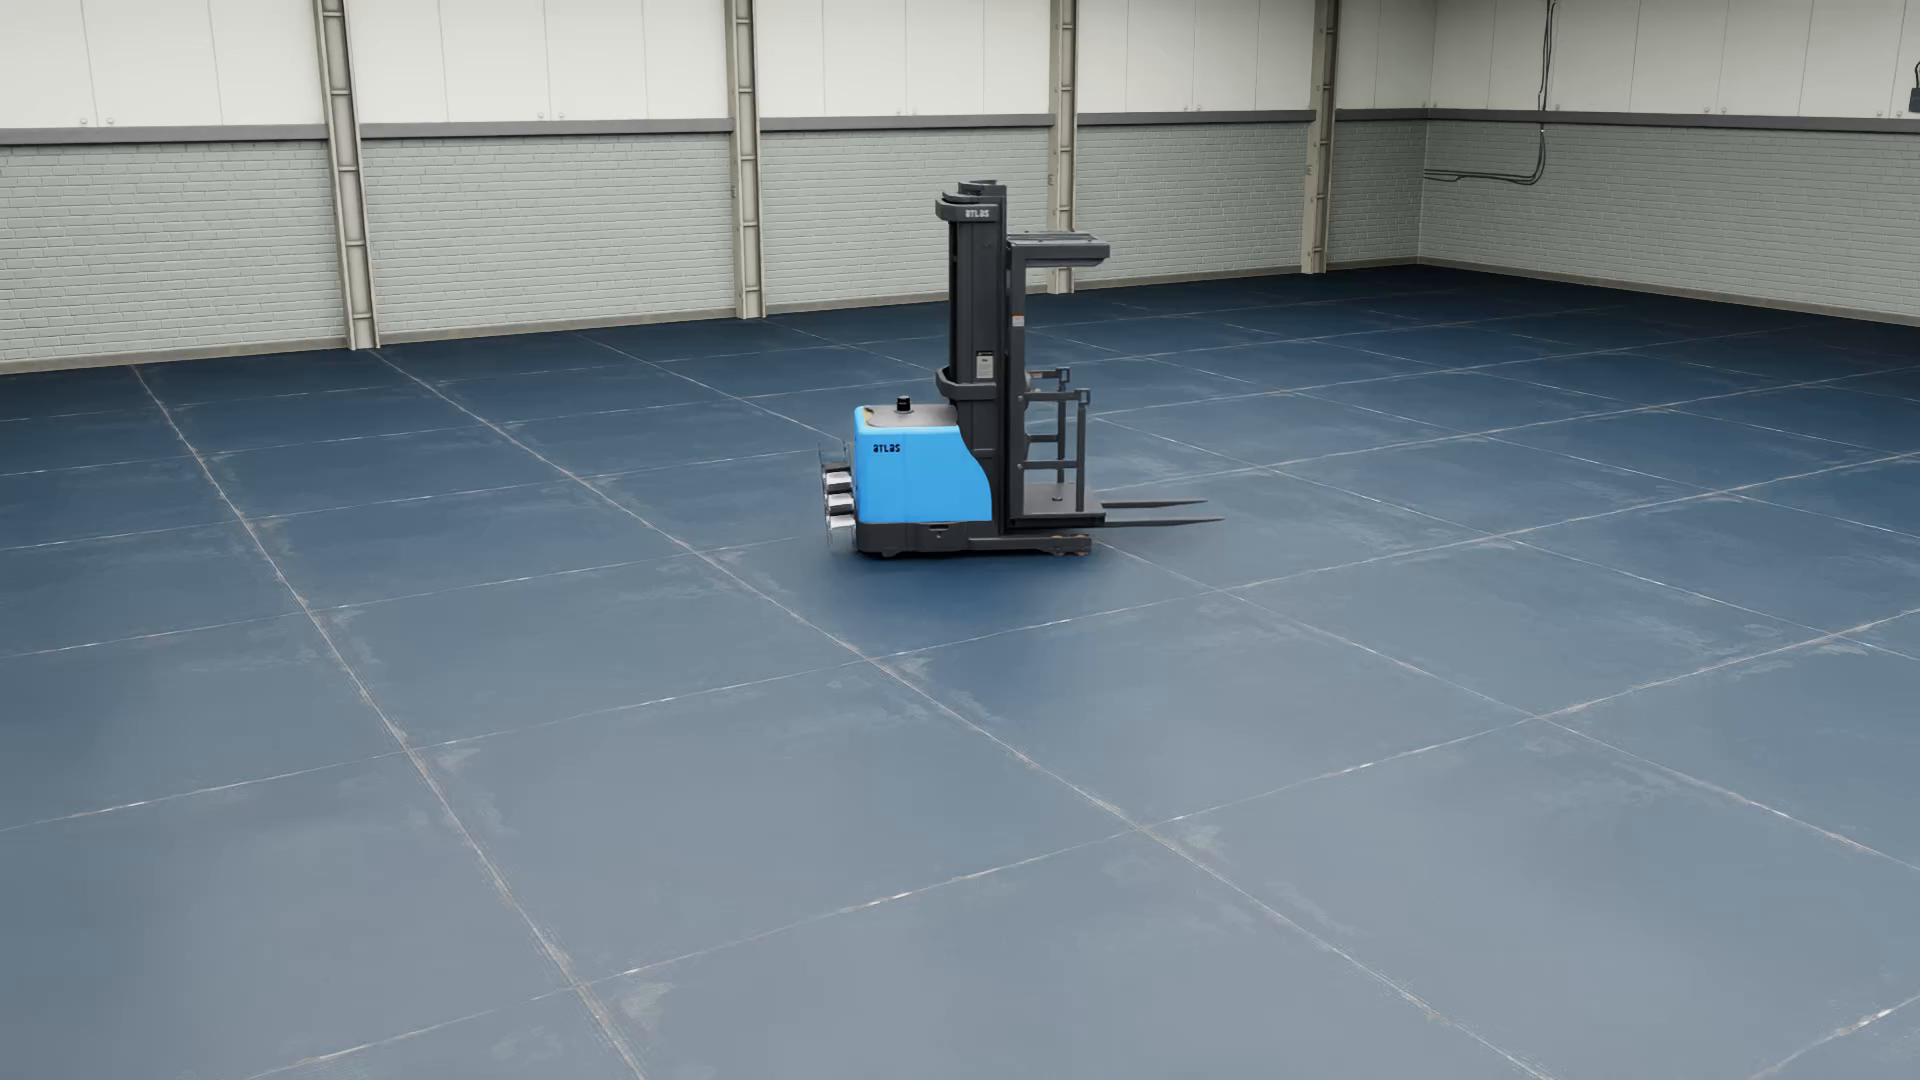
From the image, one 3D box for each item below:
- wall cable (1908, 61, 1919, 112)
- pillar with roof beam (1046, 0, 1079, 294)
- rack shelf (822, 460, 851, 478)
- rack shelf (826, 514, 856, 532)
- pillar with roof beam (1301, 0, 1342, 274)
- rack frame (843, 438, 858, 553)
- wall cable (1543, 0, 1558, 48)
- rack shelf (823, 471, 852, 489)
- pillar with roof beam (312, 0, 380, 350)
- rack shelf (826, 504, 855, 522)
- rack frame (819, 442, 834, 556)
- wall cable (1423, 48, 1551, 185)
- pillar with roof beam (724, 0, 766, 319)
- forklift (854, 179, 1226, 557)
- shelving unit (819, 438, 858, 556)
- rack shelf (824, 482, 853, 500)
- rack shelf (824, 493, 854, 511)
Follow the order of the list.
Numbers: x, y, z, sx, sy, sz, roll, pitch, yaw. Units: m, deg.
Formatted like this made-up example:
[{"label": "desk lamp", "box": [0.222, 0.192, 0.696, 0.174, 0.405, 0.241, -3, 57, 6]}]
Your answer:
[{"label": "wall cable", "box": [15.010, -9.124, 23.484, 0.169, 6.003, 2.305, -9, 18, -30]}, {"label": "pillar with roof beam", "box": [4.002, -7.751, 24.889, 0.400, 9.000, 9.100, -9, 18, -30]}, {"label": "rack shelf", "box": [-0.999, -0.574, 13.392, 0.200, 0.077, 0.258, -7, 17, -12]}, {"label": "rack shelf", "box": [-0.970, -0.144, 13.520, 0.200, 0.077, 0.258, -7, 17, -12]}, {"label": "pillar with roof beam", "box": [9.145, -8.585, 27.864, 0.400, 9.000, 9.100, -9, 18, -30]}, {"label": "rack frame", "box": [-0.885, -0.360, 13.480, 0.006, 0.900, 0.240, -7, 17, -12]}, {"label": "wall cable", "box": [11.527, -9.995, 29.291, 0.112, 2.526, 3.097, -9, 18, -30]}, {"label": "rack shelf", "box": [-0.993, -0.488, 13.418, 0.200, 0.077, 0.258, -7, 17, -12]}, {"label": "pillar with roof beam", "box": [-6.284, -6.083, 18.938, 0.400, 9.000, 9.100, -9, 18, -30]}, {"label": "rack shelf", "box": [-0.976, -0.230, 13.494, 0.200, 0.077, 0.258, -7, 17, -12]}, {"label": "rack frame", "box": [-1.082, -0.335, 13.439, 0.006, 0.900, 0.240, -7, 17, -12]}, {"label": "wall cable", "box": [10.134, -8.190, 32.206, 0.112, 2.526, 3.097, -9, 18, -30]}, {"label": "pillar with roof beam", "box": [-1.141, -6.917, 21.913, 0.400, 9.000, 9.100, -9, 18, -30]}, {"label": "forklift", "box": [0.653, -1.421, 13.547, 3.031, 2.935, 1.130, -2, 16, -5]}, {"label": "shelving unit", "box": [-0.984, -0.348, 13.459, 0.210, 0.900, 0.258, -7, 17, -12]}, {"label": "rack shelf", "box": [-0.987, -0.402, 13.443, 0.200, 0.077, 0.258, -7, 17, -12]}, {"label": "rack shelf", "box": [-0.982, -0.316, 13.469, 0.200, 0.077, 0.258, -7, 17, -12]}]
